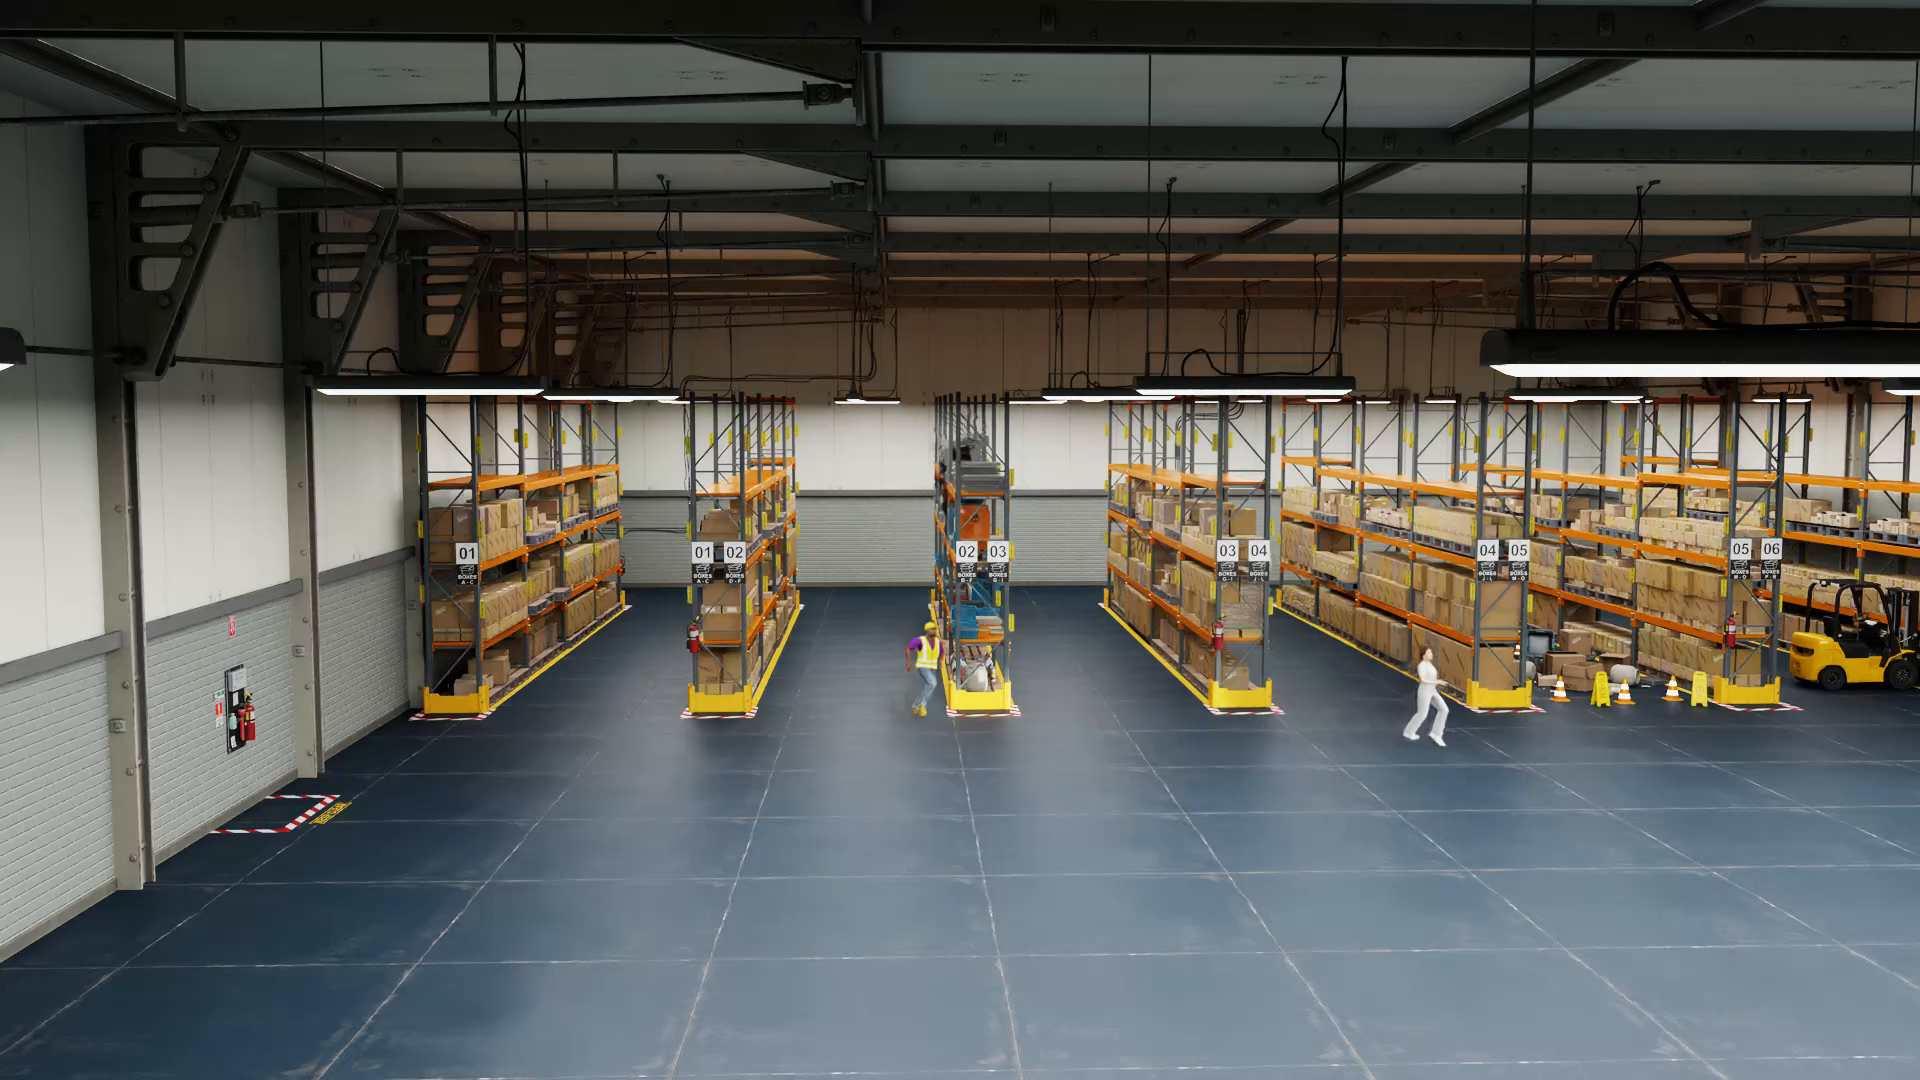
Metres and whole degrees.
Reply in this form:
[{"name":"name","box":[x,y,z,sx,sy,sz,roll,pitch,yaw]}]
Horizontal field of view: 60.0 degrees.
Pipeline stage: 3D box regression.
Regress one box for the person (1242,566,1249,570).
[{"name":"person","box":[7.932,1.092,46.988,0.620,1.770,0.568,-1,5,-8]}]

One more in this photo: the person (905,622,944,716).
[{"name":"person","box":[-0.579,2.379,30.794,0.717,1.699,0.667,-4,6,-38]}]

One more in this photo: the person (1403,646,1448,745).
[{"name":"person","box":[7.943,2.644,28.317,0.733,1.694,0.570,4,6,39]}]
